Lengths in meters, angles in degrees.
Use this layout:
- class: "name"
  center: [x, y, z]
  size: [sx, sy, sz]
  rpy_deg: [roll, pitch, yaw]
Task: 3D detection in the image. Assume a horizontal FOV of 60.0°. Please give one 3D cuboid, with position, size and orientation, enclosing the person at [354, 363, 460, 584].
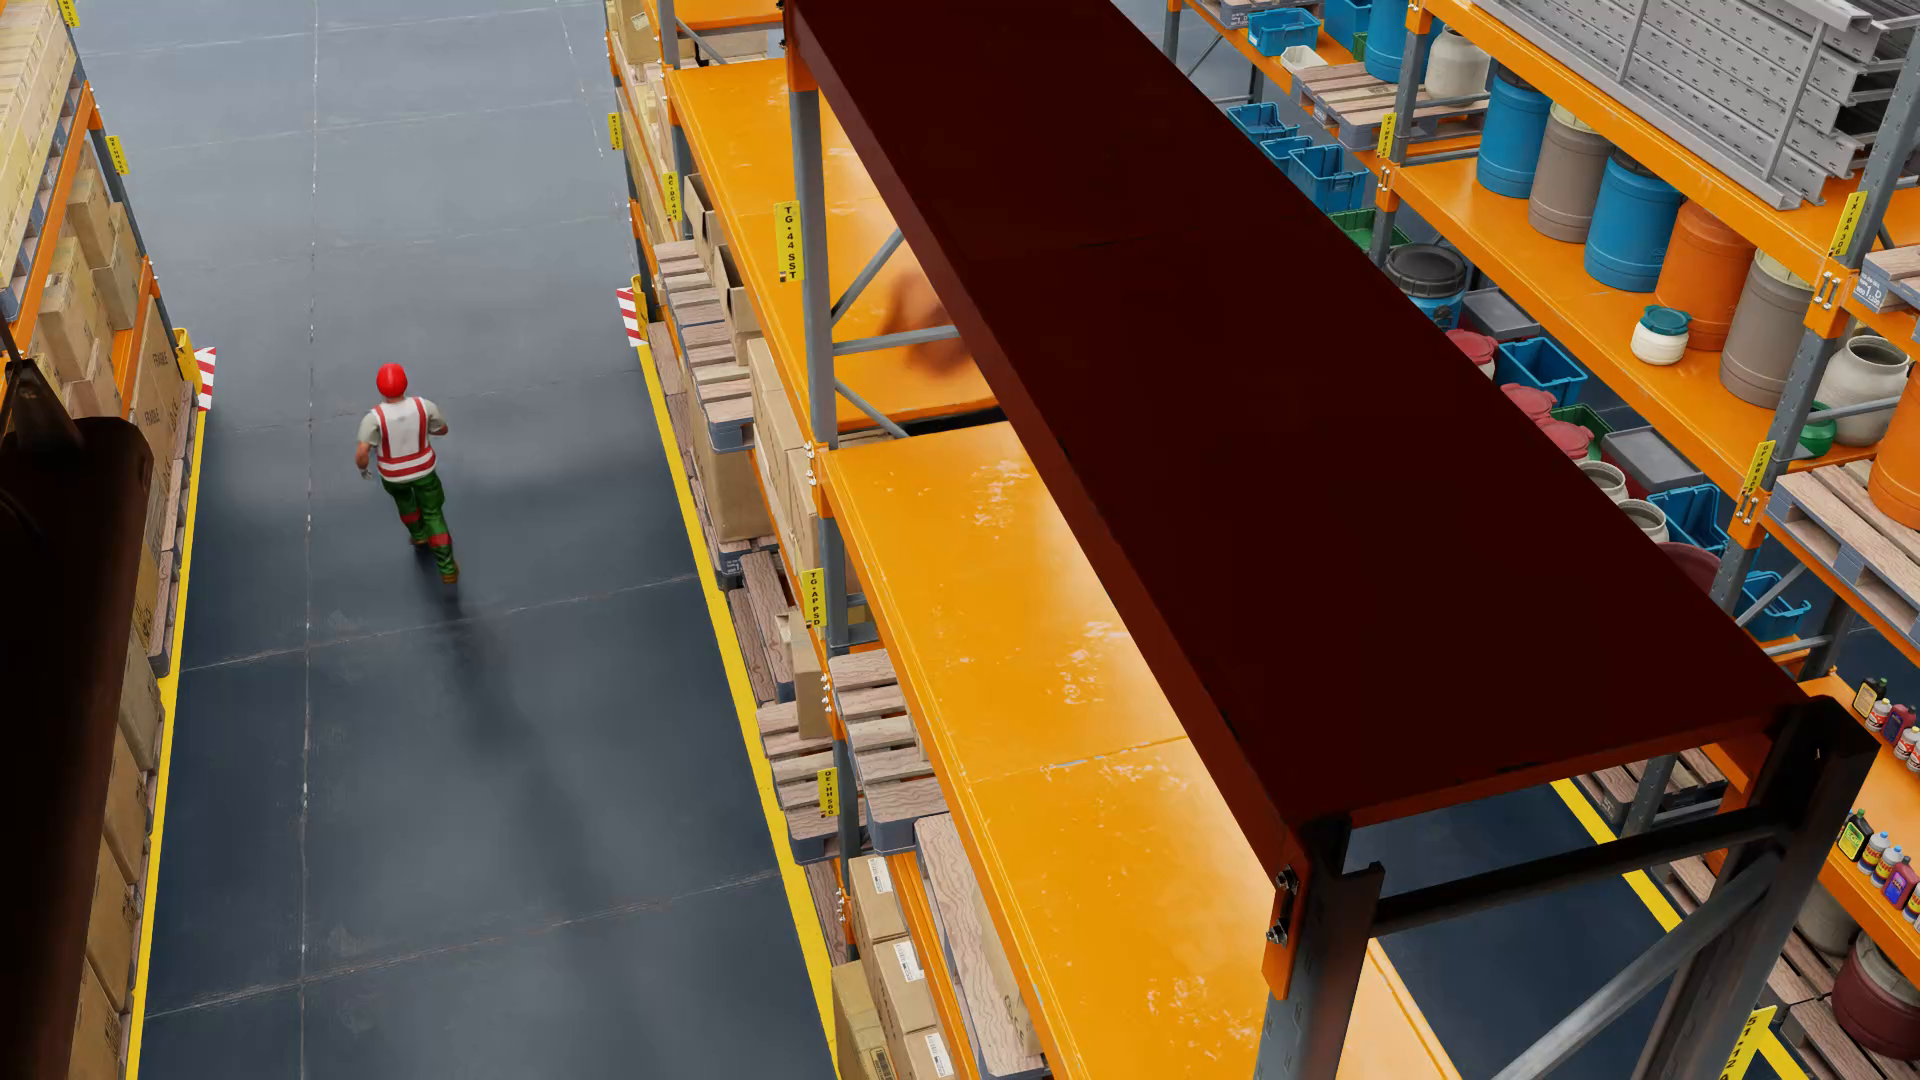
- class: "person"
  center: [-3.987, -0.501, 12.035]
  size: [0.669, 1.812, 0.893]
  rpy_deg: [-14, 40, -17]
